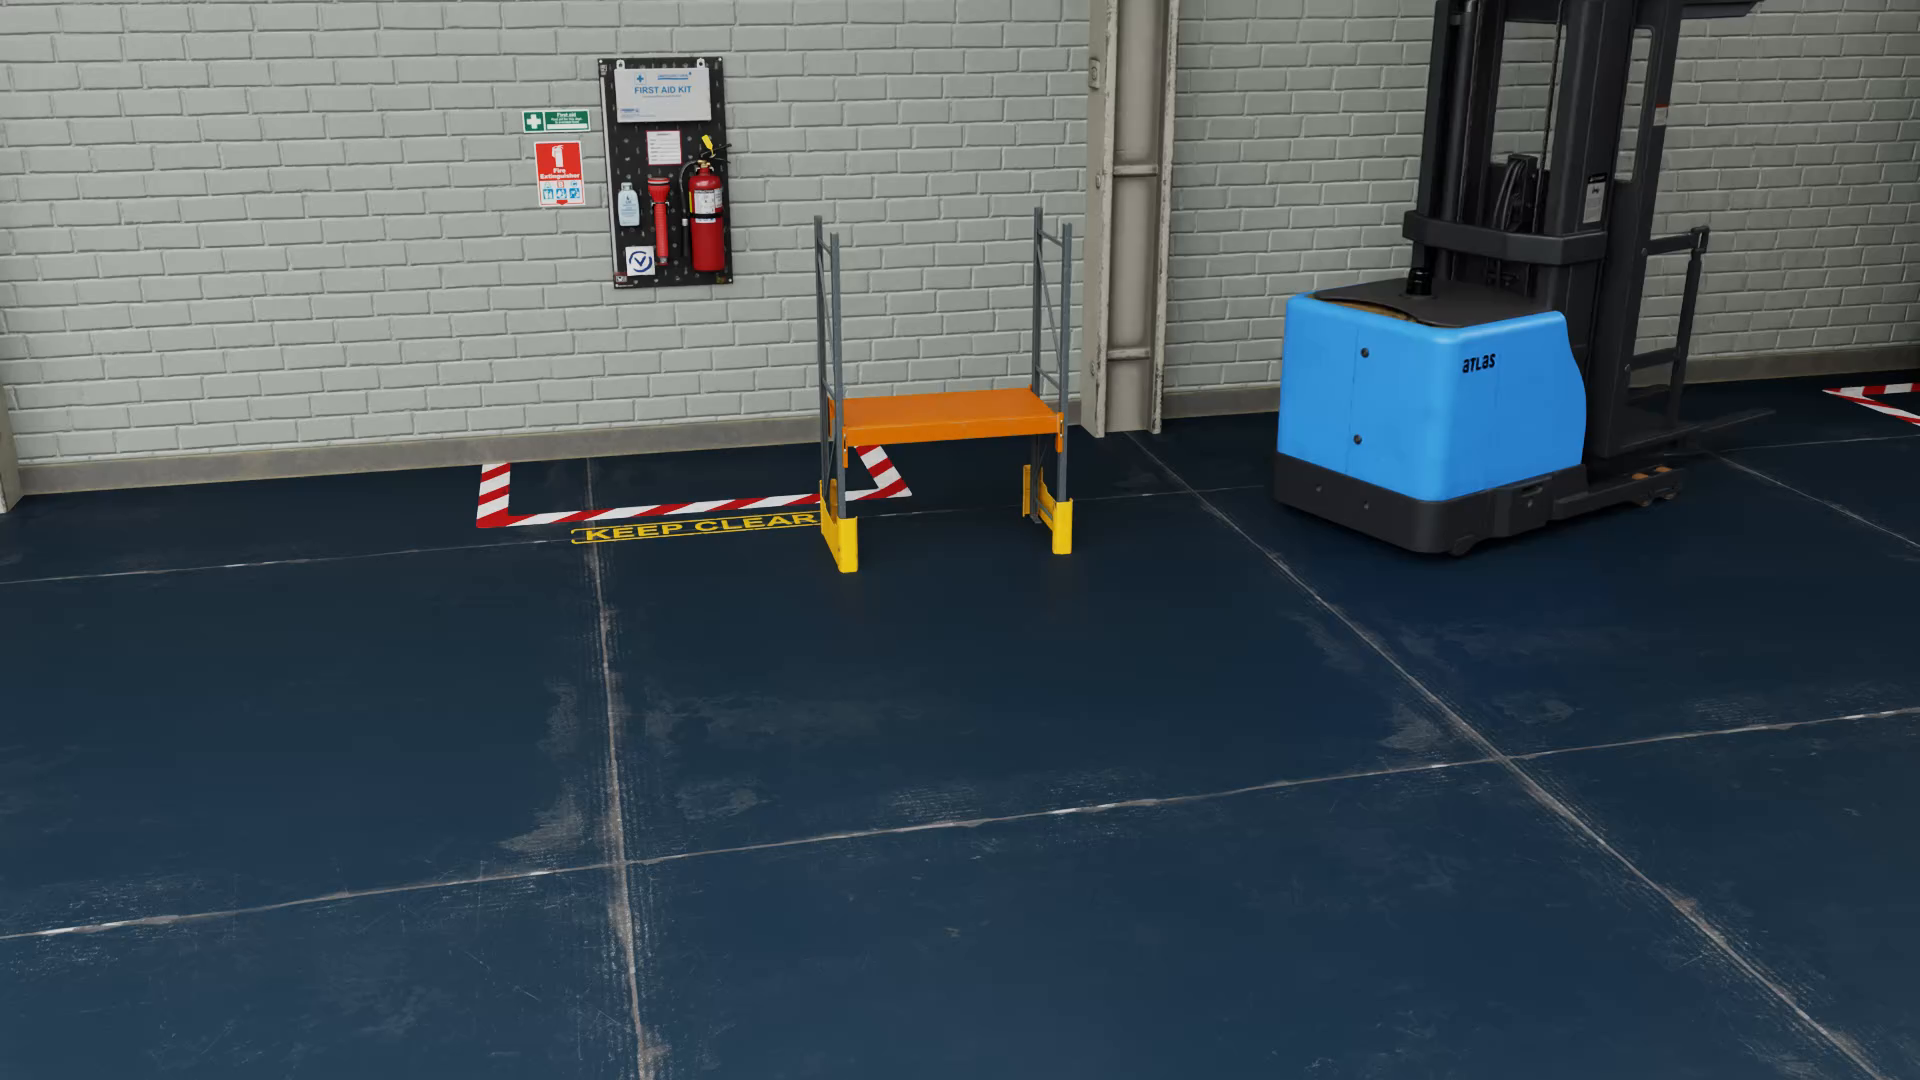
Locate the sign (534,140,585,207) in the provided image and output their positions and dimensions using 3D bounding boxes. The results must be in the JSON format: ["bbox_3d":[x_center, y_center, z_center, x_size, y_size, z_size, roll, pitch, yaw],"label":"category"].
[{"bbox_3d":[-2.053,-1.879,8.531,0.234,0.329,0.001,-5,21,-12],"label":"sign"}]

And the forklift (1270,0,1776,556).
[{"bbox_3d":[3.033,-1.677,8.131,3.031,2.935,1.130,-13,24,-32],"label":"forklift"}]

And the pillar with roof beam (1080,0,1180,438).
[{"bbox_3d":[1.913,-3.430,4.096,0.400,9.000,9.100,-5,21,-12],"label":"pillar with roof beam"}]

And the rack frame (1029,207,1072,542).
[{"bbox_3d":[0.412,-0.738,7.648,0.032,1.500,0.500,-5,21,-12],"label":"rack frame"}]

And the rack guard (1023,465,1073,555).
[{"bbox_3d":[0.410,-0.151,7.863,0.087,0.250,0.587,-5,21,-12],"label":"rack guard"}]

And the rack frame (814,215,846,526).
[{"bbox_3d":[-0.578,-0.657,7.428,0.032,1.500,0.500,-5,21,-12],"label":"rack frame"}]

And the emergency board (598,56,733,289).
[{"bbox_3d":[-1.491,-1.871,8.562,0.643,1.169,0.194,-5,21,-12],"label":"emergency board"}]

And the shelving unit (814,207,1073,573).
[{"bbox_3d":[-0.074,-0.698,7.540,1.083,1.500,0.587,-5,21,-12],"label":"shelving unit"}]

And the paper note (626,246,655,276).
[{"bbox_3d":[-1.680,-1.467,8.739,0.142,0.148,0.016,-5,21,-12],"label":"paper note"}]

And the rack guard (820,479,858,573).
[{"bbox_3d":[-0.559,-0.072,7.648,0.087,0.250,0.587,-5,21,-12],"label":"rack guard"}]

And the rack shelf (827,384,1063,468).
[{"bbox_3d":[-0.083,-0.529,7.600,1.000,0.185,0.538,-5,21,-12],"label":"rack shelf"}]

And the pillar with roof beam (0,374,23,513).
[{"bbox_3d":[-3.926,-2.955,2.799,0.400,9.000,9.100,-5,21,-12],"label":"pillar with roof beam"}]

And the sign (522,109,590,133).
[{"bbox_3d":[-2.047,-2.125,8.433,0.331,0.109,0.001,-5,21,-12],"label":"sign"}]
